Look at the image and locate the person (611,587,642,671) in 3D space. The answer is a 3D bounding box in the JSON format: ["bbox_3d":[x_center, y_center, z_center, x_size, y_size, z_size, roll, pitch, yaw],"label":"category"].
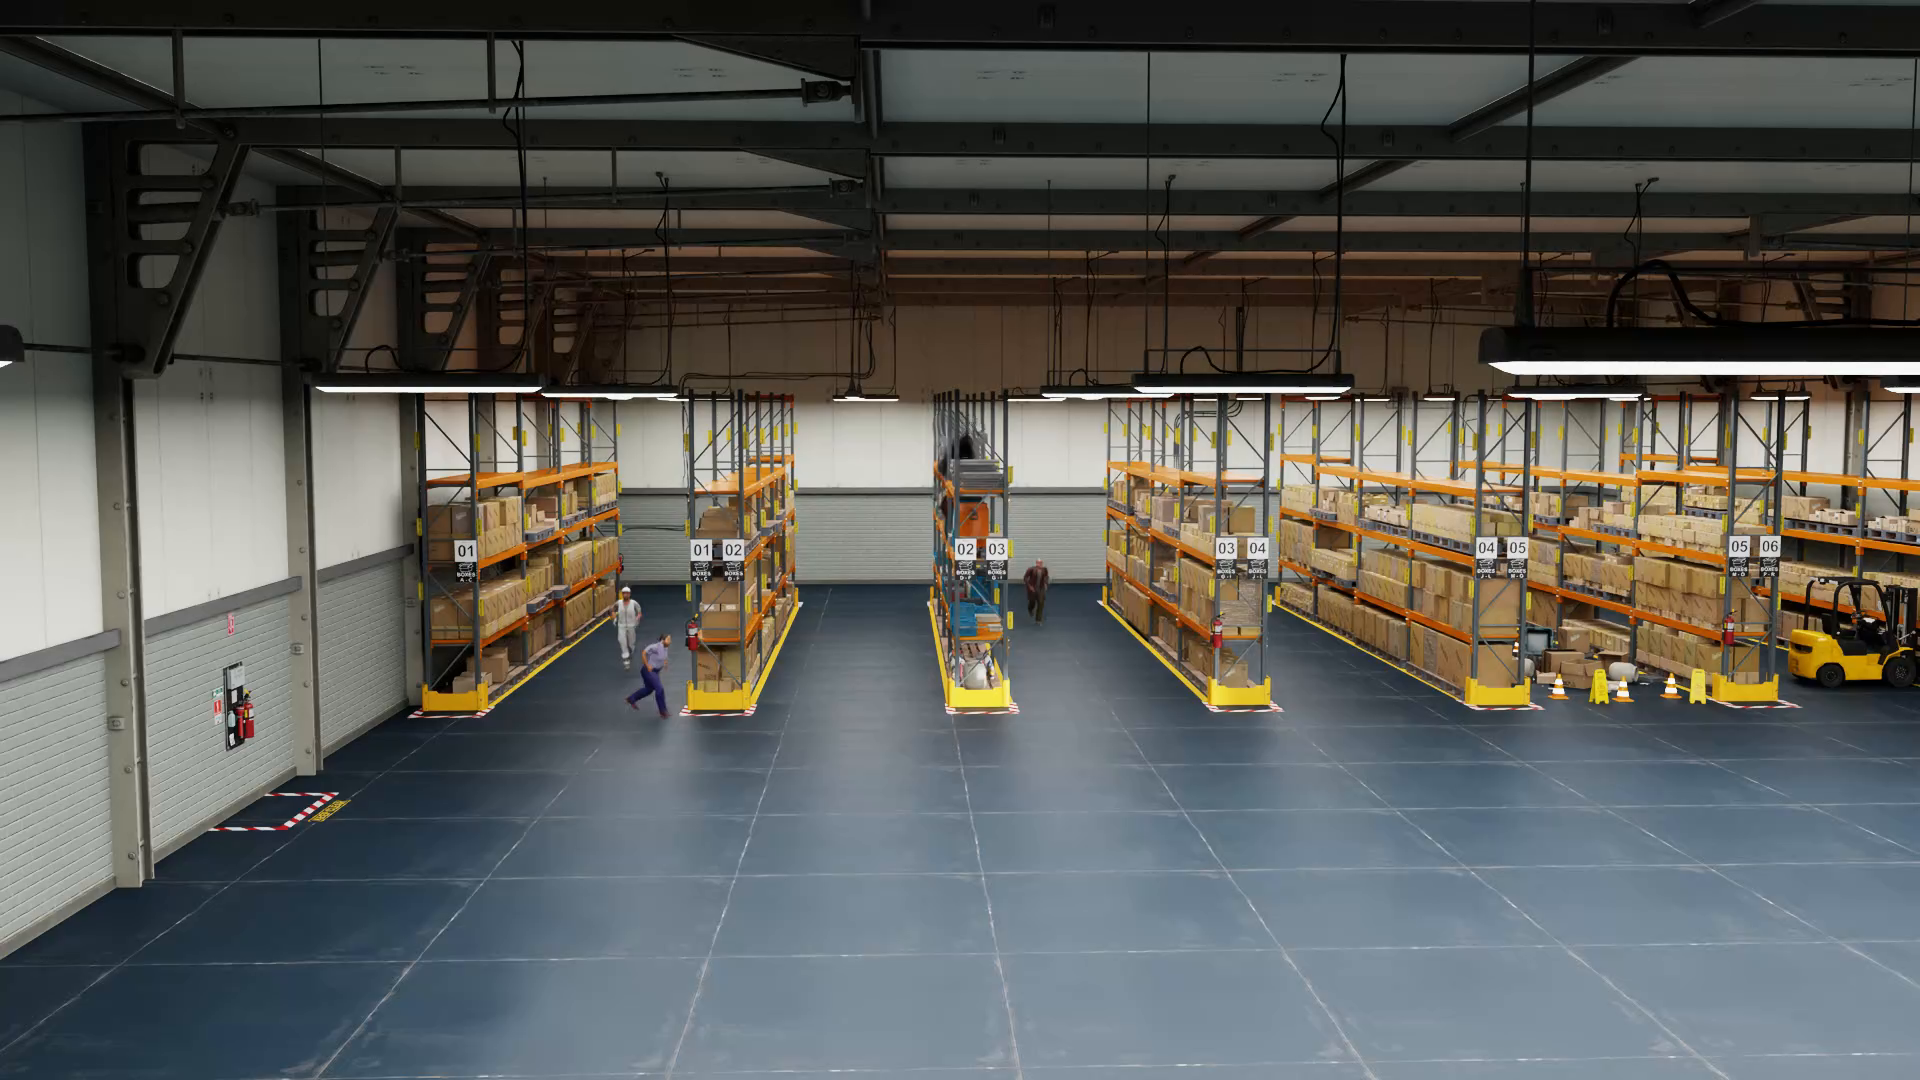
[{"bbox_3d":[-7.251,1.906,36.143,0.656,1.773,0.845,-1,5,-9],"label":"person"}]

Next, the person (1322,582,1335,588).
[{"bbox_3d":[10.772,0.922,48.458,0.618,1.647,0.934,-3,5,-32],"label":"person"}]

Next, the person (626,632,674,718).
[{"bbox_3d":[-5.719,2.480,30.491,0.975,1.612,0.641,2,5,21],"label":"person"}]

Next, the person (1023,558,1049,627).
[{"bbox_3d":[1.979,1.348,43.290,0.714,1.764,1.098,-1,5,-12],"label":"person"}]

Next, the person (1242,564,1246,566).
[{"bbox_3d":[7.829,1.019,47.593,0.733,1.712,1.004,-1,5,-16],"label":"person"}]
